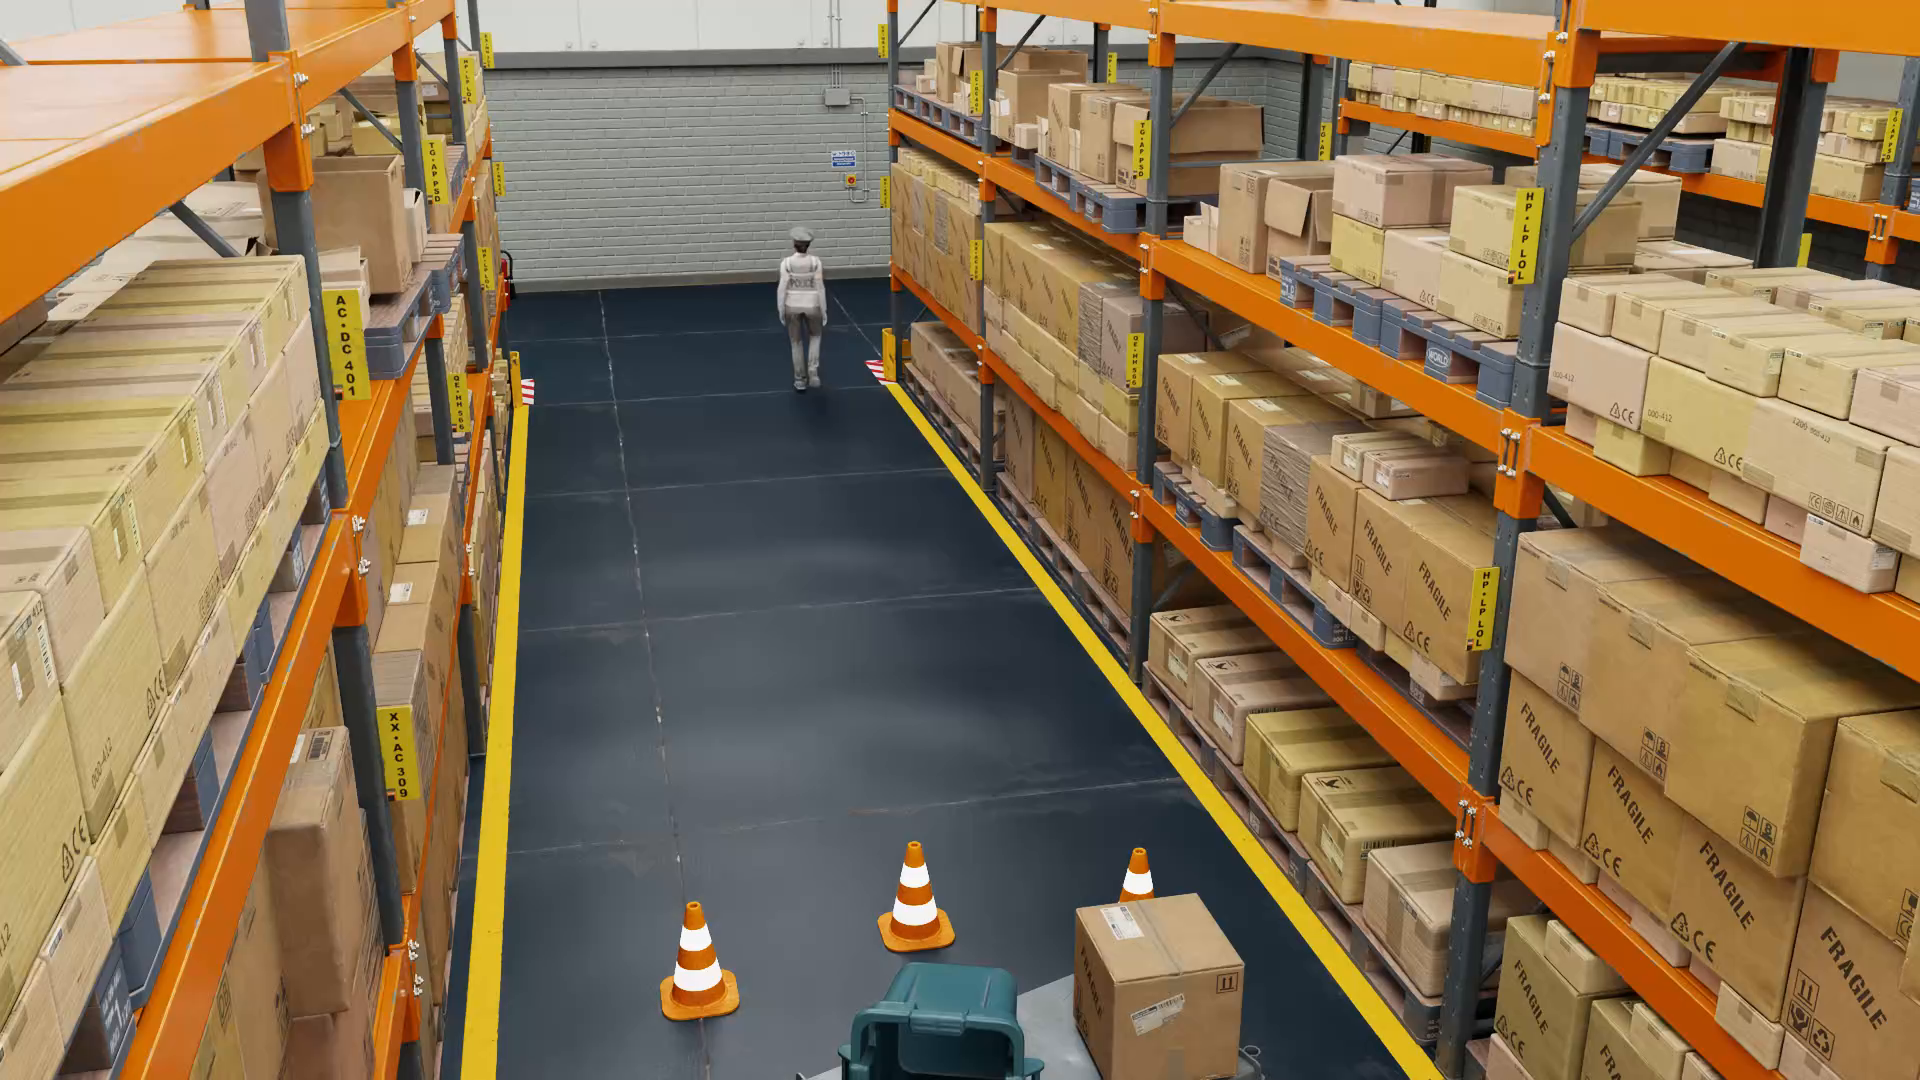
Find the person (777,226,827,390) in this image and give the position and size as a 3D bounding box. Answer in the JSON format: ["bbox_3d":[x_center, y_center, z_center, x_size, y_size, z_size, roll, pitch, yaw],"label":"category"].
[{"bbox_3d":[-1.625,-2.382,17.091,0.502,1.680,0.447,-3,20,-8],"label":"person"}]
